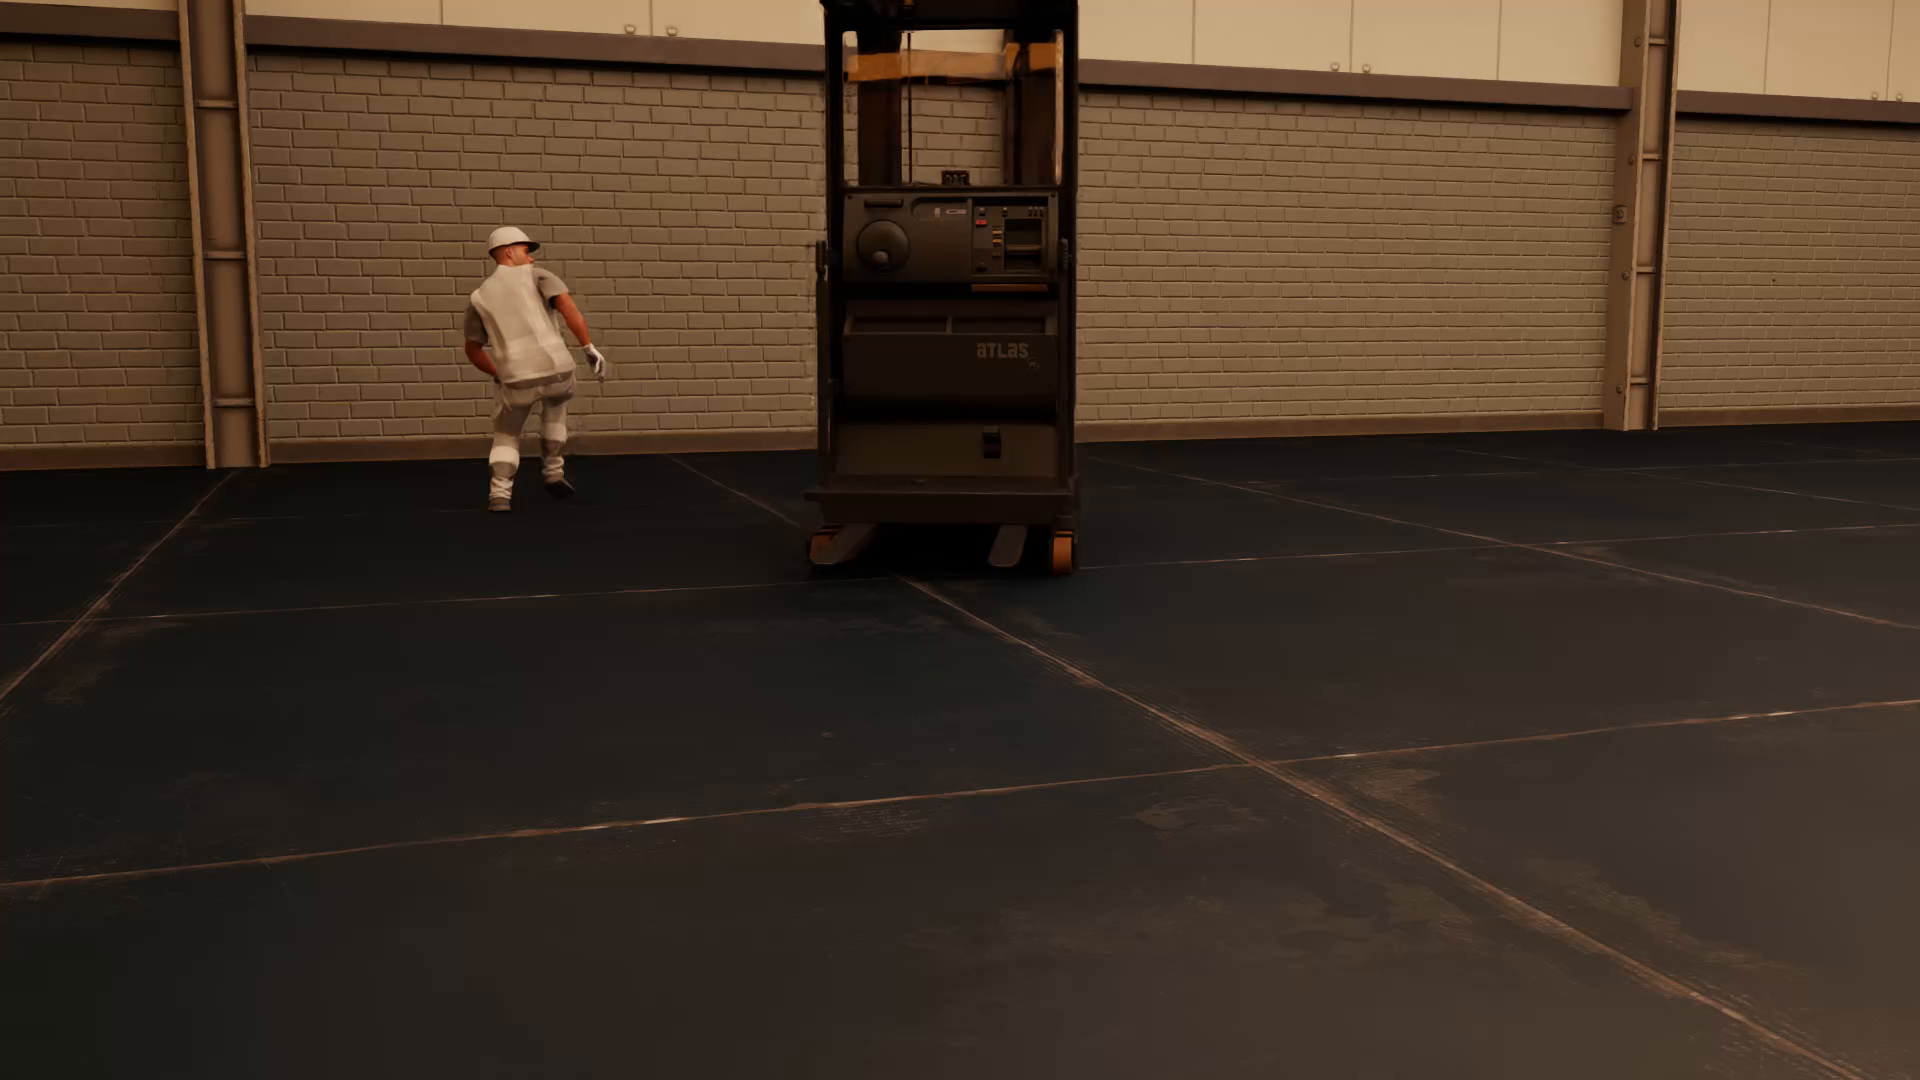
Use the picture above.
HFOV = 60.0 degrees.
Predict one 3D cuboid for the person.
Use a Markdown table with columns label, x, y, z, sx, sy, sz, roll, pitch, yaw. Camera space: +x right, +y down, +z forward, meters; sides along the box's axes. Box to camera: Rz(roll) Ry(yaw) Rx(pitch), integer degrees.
| label | x | y | z | sx | sy | sz | roll | pitch | yaw |
| --- | --- | --- | --- | --- | --- | --- | --- | --- | --- |
| person | -2.340 | -0.946 | 9.208 | 0.781 | 1.561 | 0.771 | -1 | 8 | -9 |

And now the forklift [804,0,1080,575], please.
| label | x | y | z | sx | sy | sz | roll | pitch | yaw |
| --- | --- | --- | --- | --- | --- | --- | --- | --- | --- |
| forklift | -0.054 | -1.350 | 6.975 | 1.130 | 2.935 | 3.031 | 1 | 8 | 4 |
